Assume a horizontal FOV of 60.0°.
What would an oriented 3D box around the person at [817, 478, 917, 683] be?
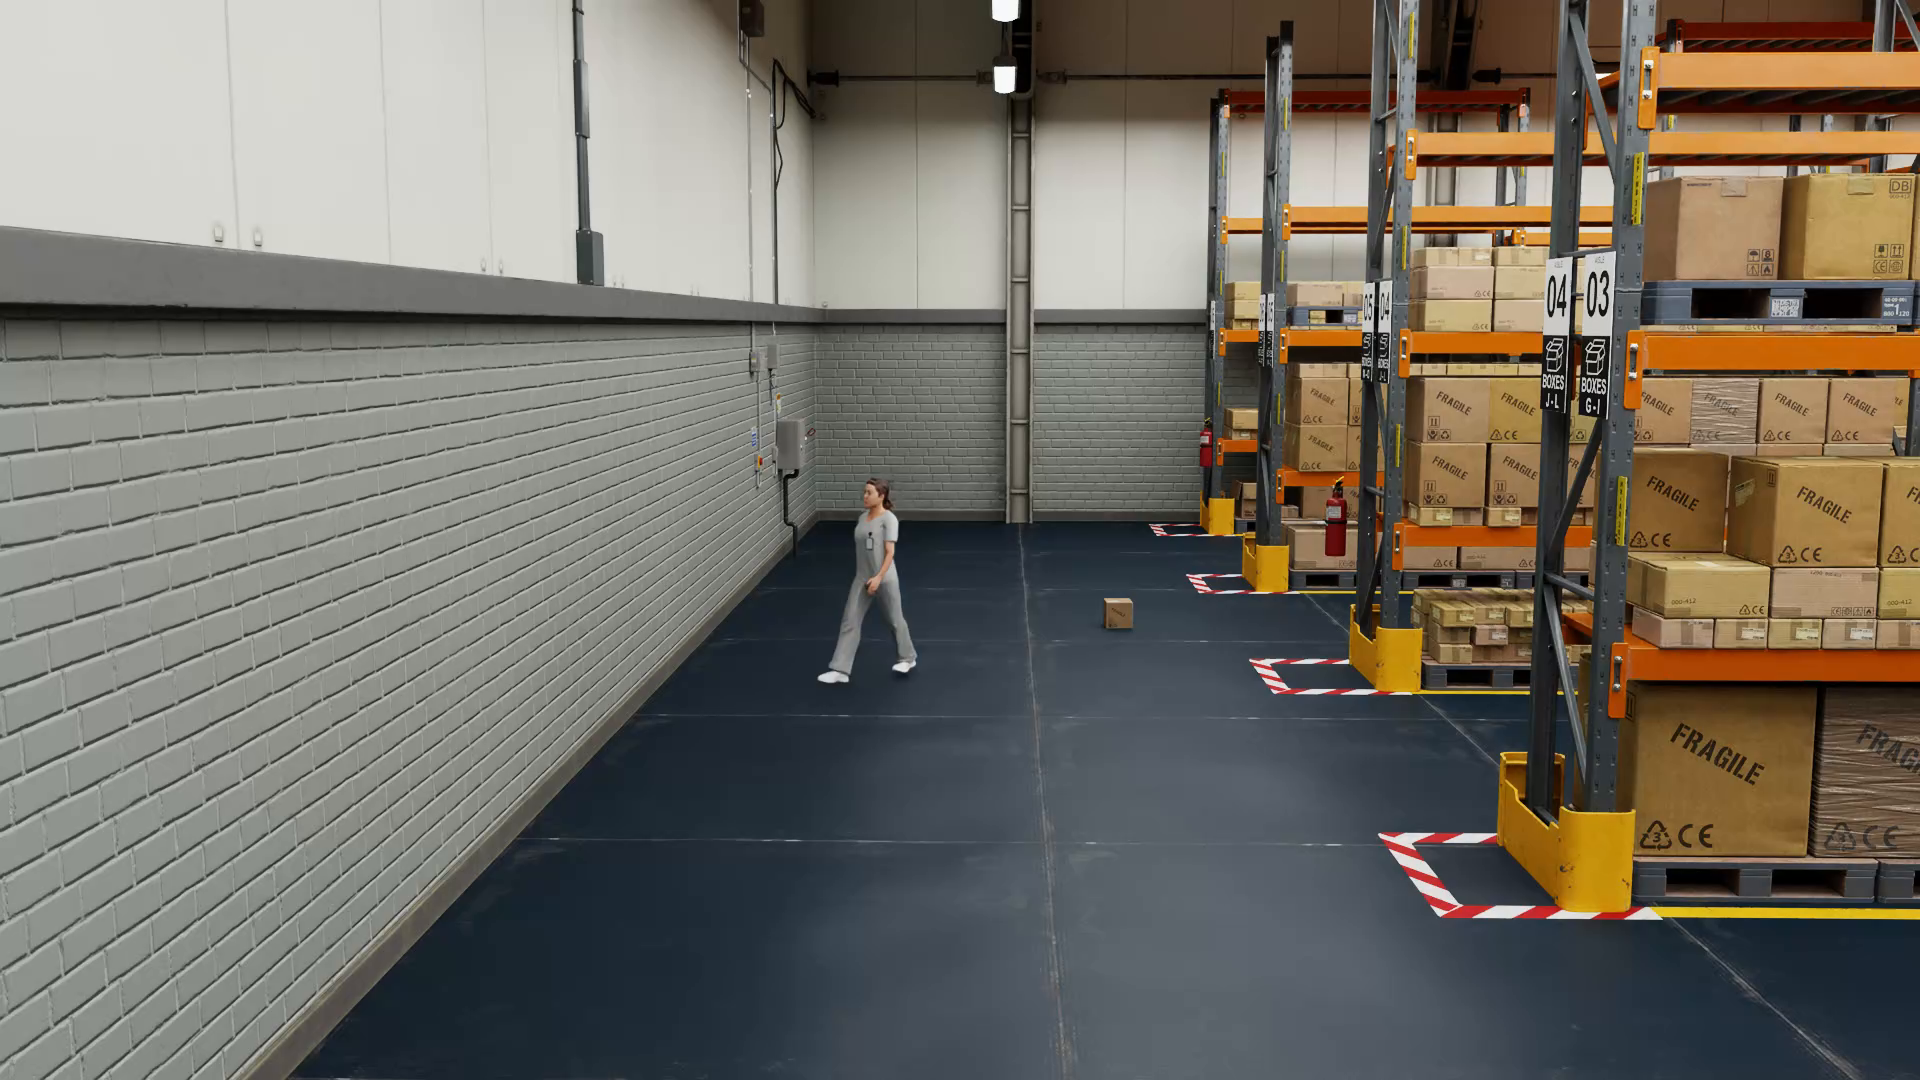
[{"bbox_3d":[-0.708,0.324,13.261,0.458,1.594,1.020,6,9,37],"label":"person"}]
